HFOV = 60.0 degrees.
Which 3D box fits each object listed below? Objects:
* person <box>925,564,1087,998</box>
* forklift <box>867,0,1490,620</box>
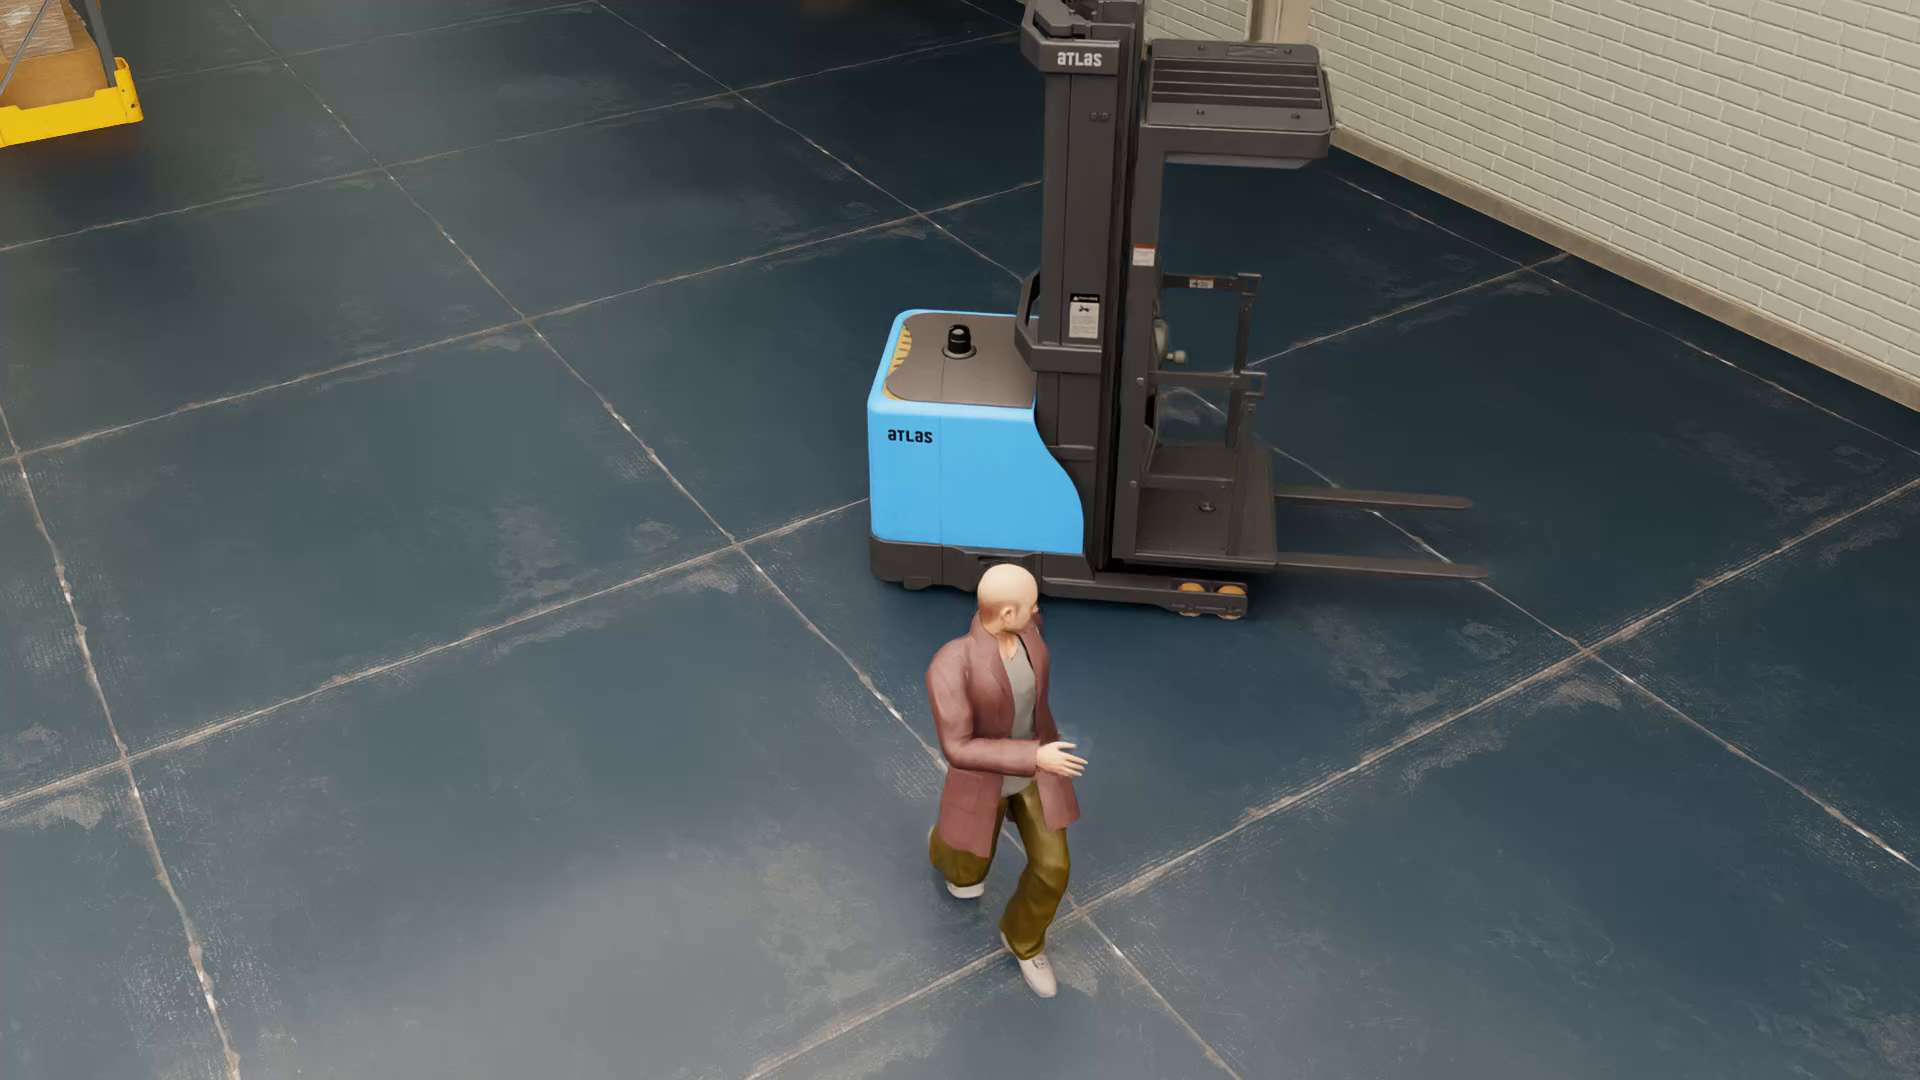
[{"bbox_3d":[0.173,0.807,6.099,0.646,1.695,0.890,-13,37,-18],"label":"person"},{"bbox_3d":[1.104,-1.135,7.763,3.031,2.935,1.130,4,35,6],"label":"forklift"}]
